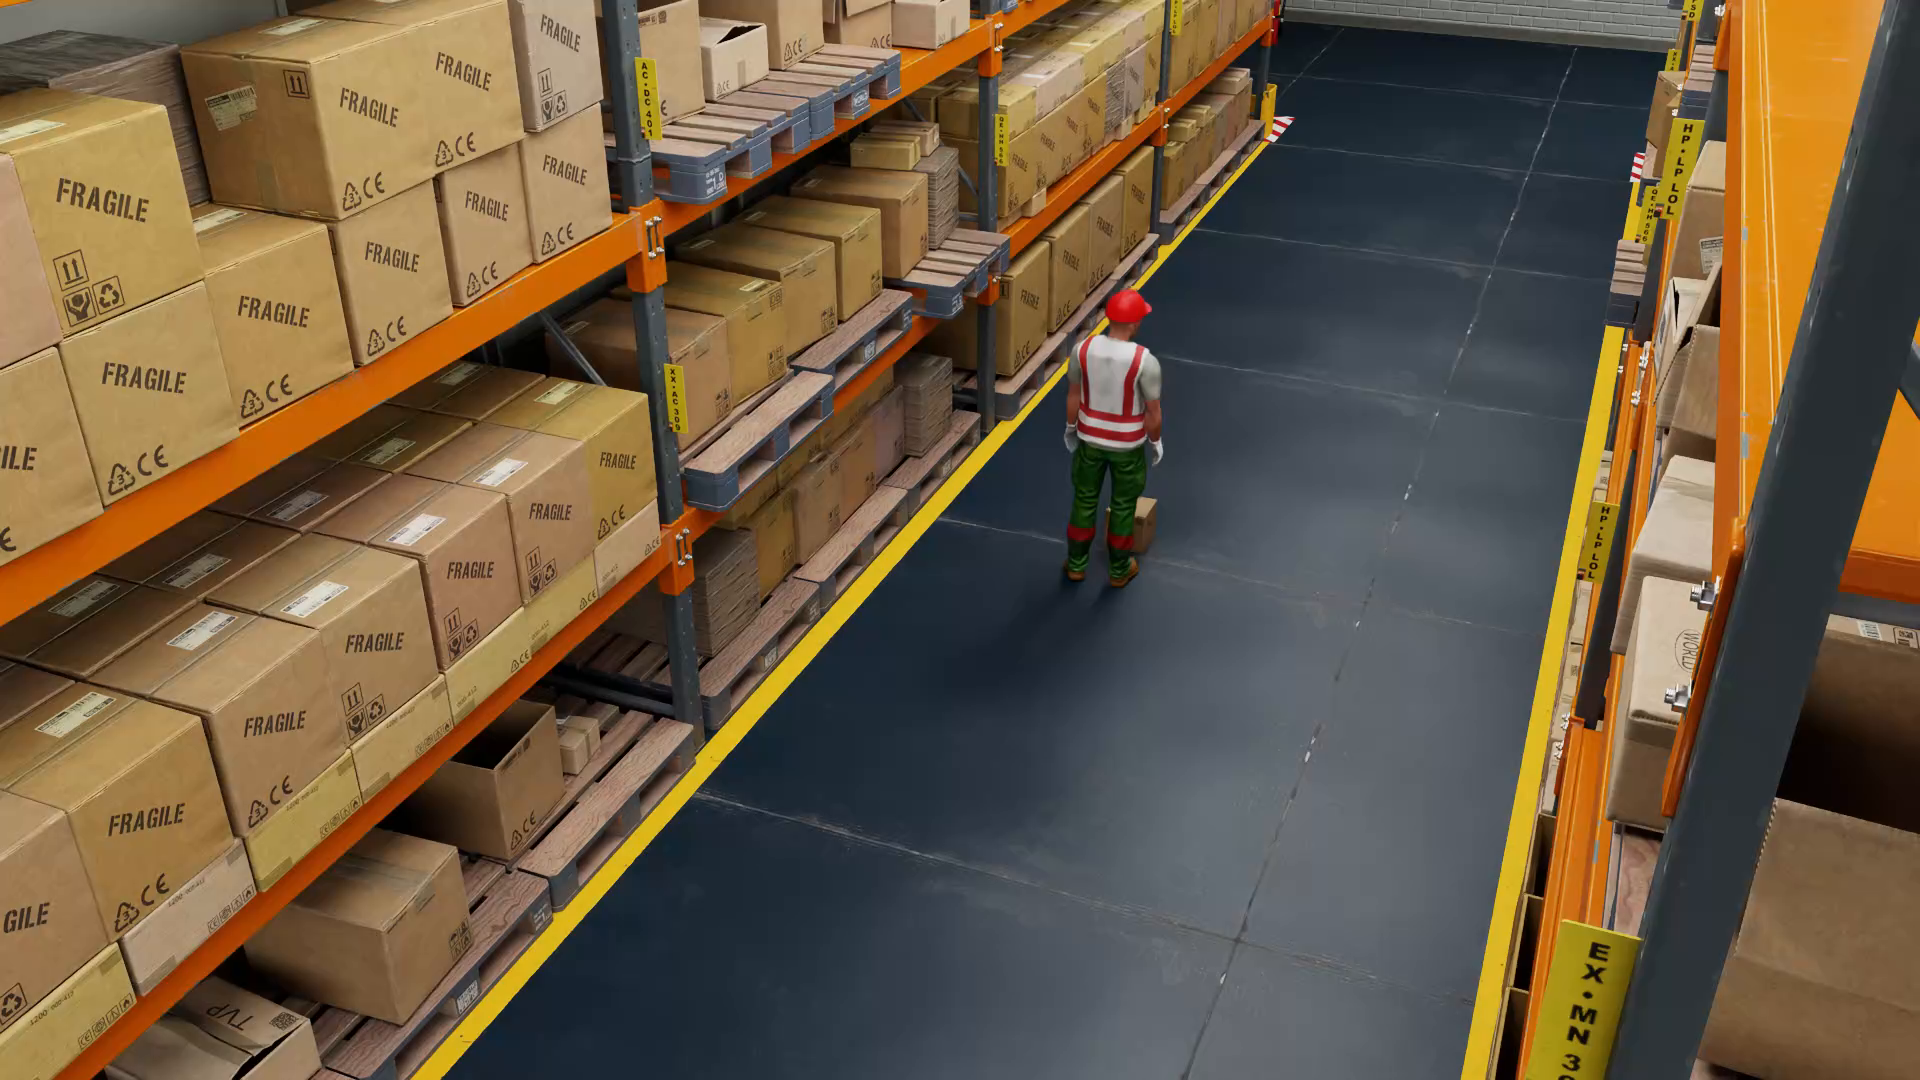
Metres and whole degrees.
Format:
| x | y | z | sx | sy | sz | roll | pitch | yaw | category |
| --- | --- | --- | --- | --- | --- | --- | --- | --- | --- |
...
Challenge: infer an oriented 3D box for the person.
| x | y | z | sx | sy | sz | roll | pitch | yaw | category |
| --- | --- | --- | --- | --- | --- | --- | --- | --- | --- |
| 0.861 | -0.566 | 9.379 | 0.567 | 1.807 | 0.363 | 12 | 31 | 20 | person |
